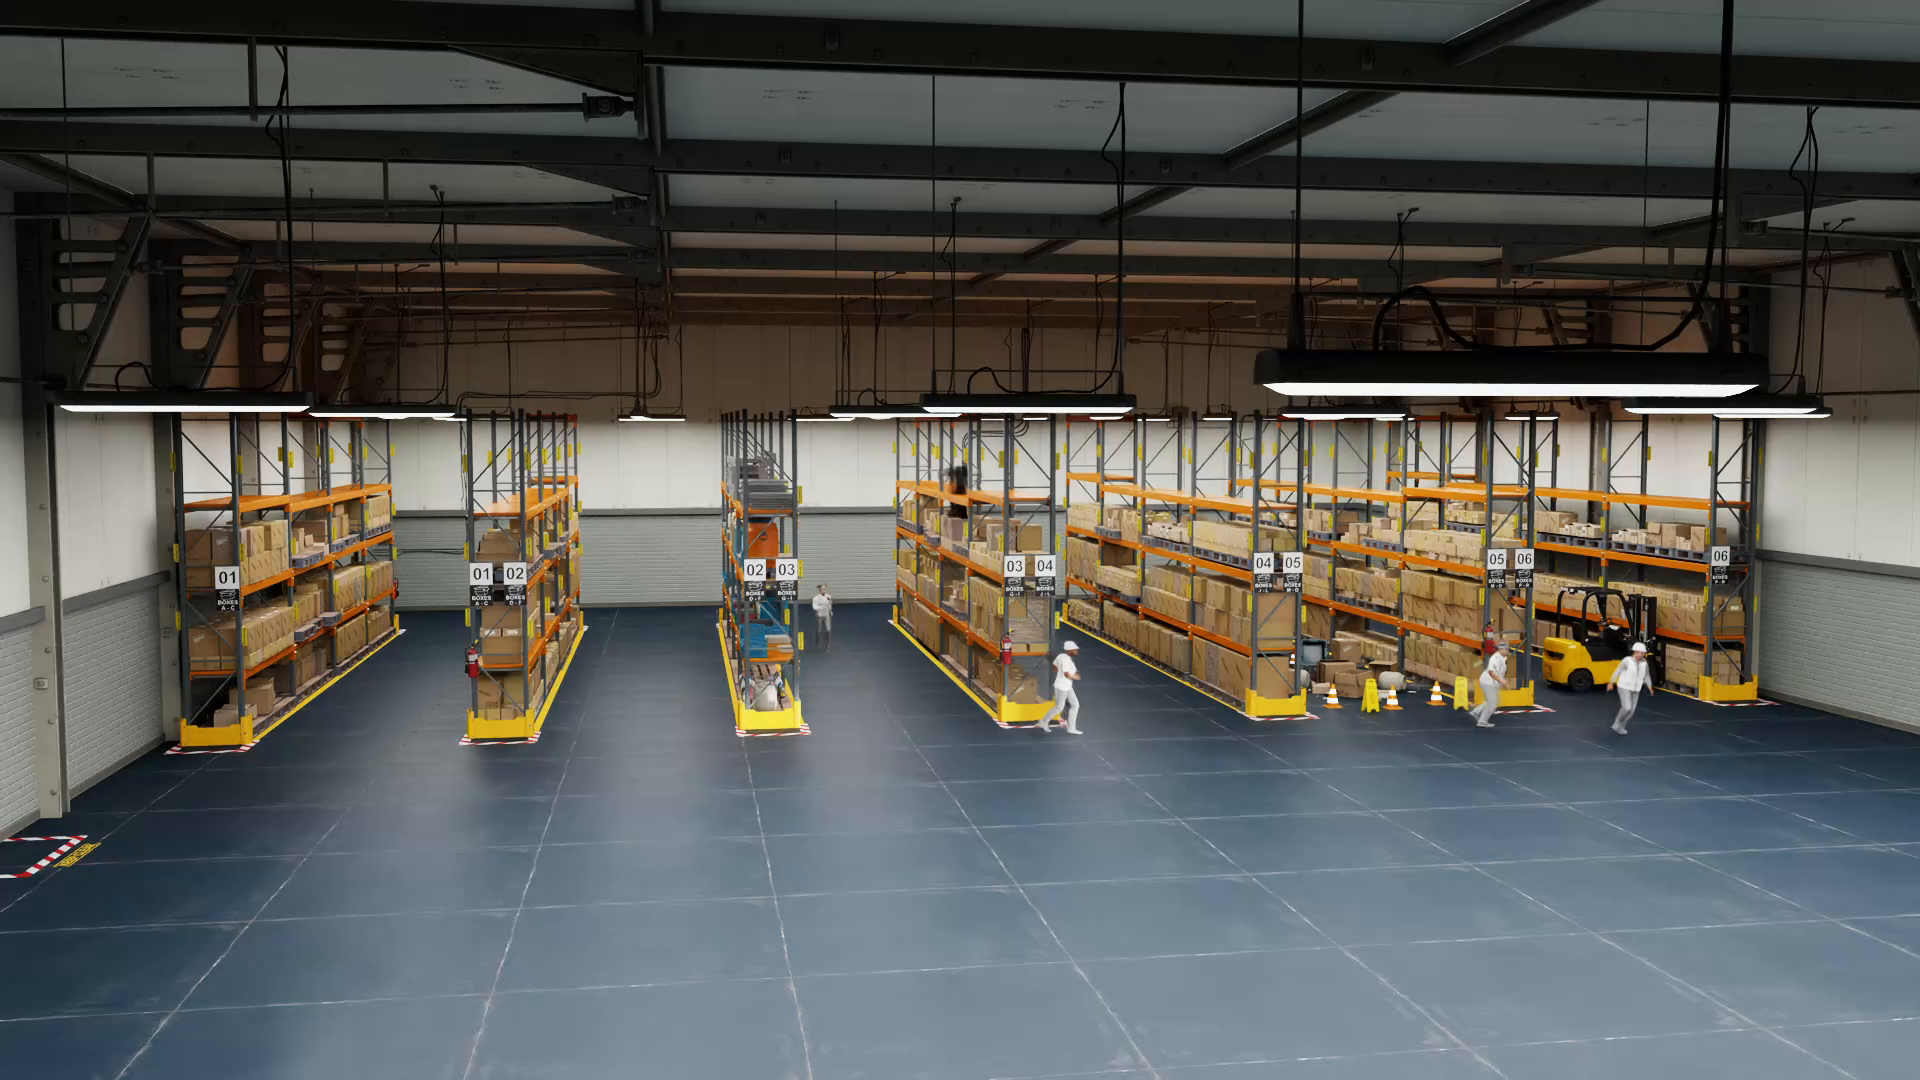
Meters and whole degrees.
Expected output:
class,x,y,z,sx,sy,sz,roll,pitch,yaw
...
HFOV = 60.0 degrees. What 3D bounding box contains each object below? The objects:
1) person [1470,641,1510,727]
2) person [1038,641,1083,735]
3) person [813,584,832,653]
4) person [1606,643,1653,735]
class,x,y,z,sx,sy,sz,roll,pitch,yaw
person,9.999,2.705,31.370,0.792,1.656,0.636,3,5,33
person,1.835,2.715,30.508,0.858,1.724,0.655,1,4,13
person,-3.452,1.964,41.807,0.570,1.747,0.831,-1,4,-19
person,12.336,2.730,30.554,0.659,1.726,0.651,-1,4,-16
